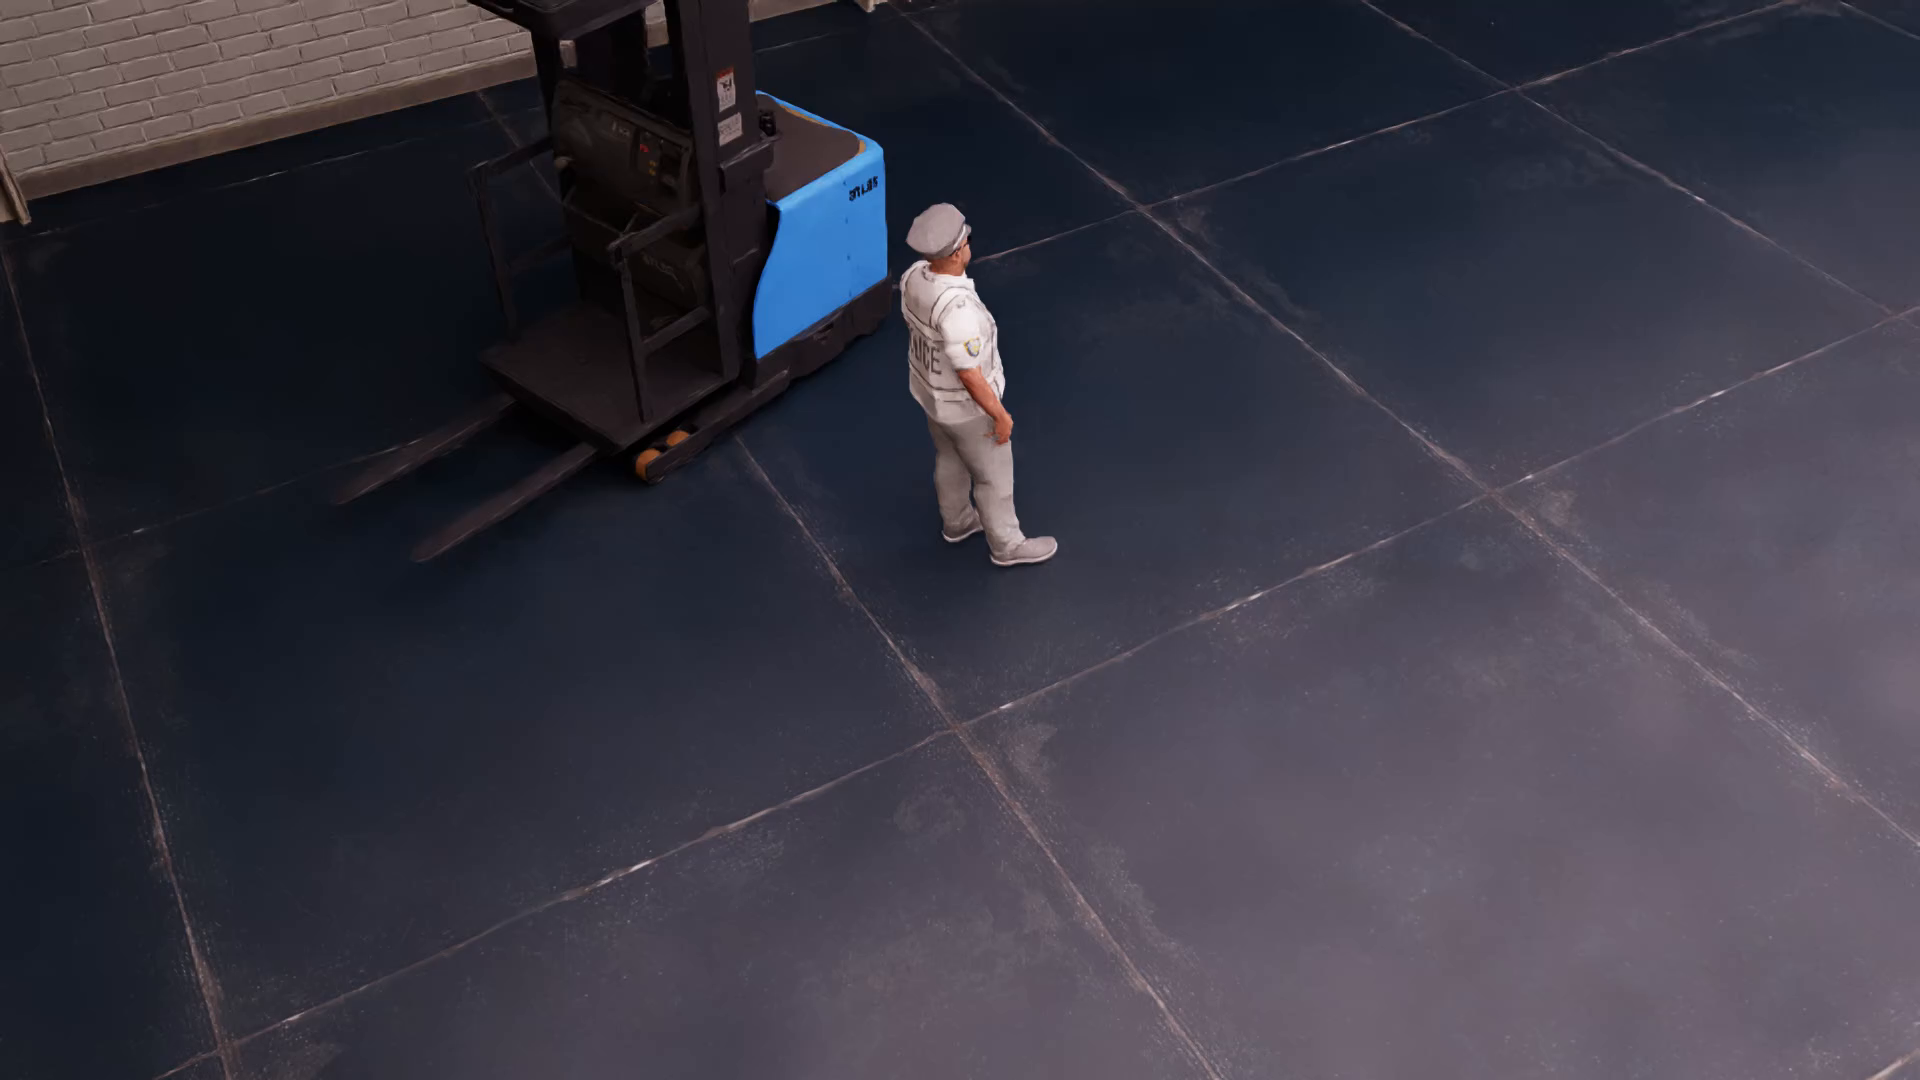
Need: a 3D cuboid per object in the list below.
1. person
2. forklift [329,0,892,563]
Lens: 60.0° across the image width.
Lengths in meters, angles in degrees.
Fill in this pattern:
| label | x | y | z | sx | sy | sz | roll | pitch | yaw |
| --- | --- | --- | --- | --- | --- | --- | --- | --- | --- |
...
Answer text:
| label | x | y | z | sx | sy | sz | roll | pitch | yaw |
| --- | --- | --- | --- | --- | --- | --- | --- | --- | --- |
| person | 0.073 | -0.678 | 7.263 | 0.575 | 1.779 | 0.640 | -21 | 47 | -21 |
| forklift | -1.704 | -1.742 | 7.576 | 1.130 | 2.935 | 3.031 | 30 | 50 | 28 |
